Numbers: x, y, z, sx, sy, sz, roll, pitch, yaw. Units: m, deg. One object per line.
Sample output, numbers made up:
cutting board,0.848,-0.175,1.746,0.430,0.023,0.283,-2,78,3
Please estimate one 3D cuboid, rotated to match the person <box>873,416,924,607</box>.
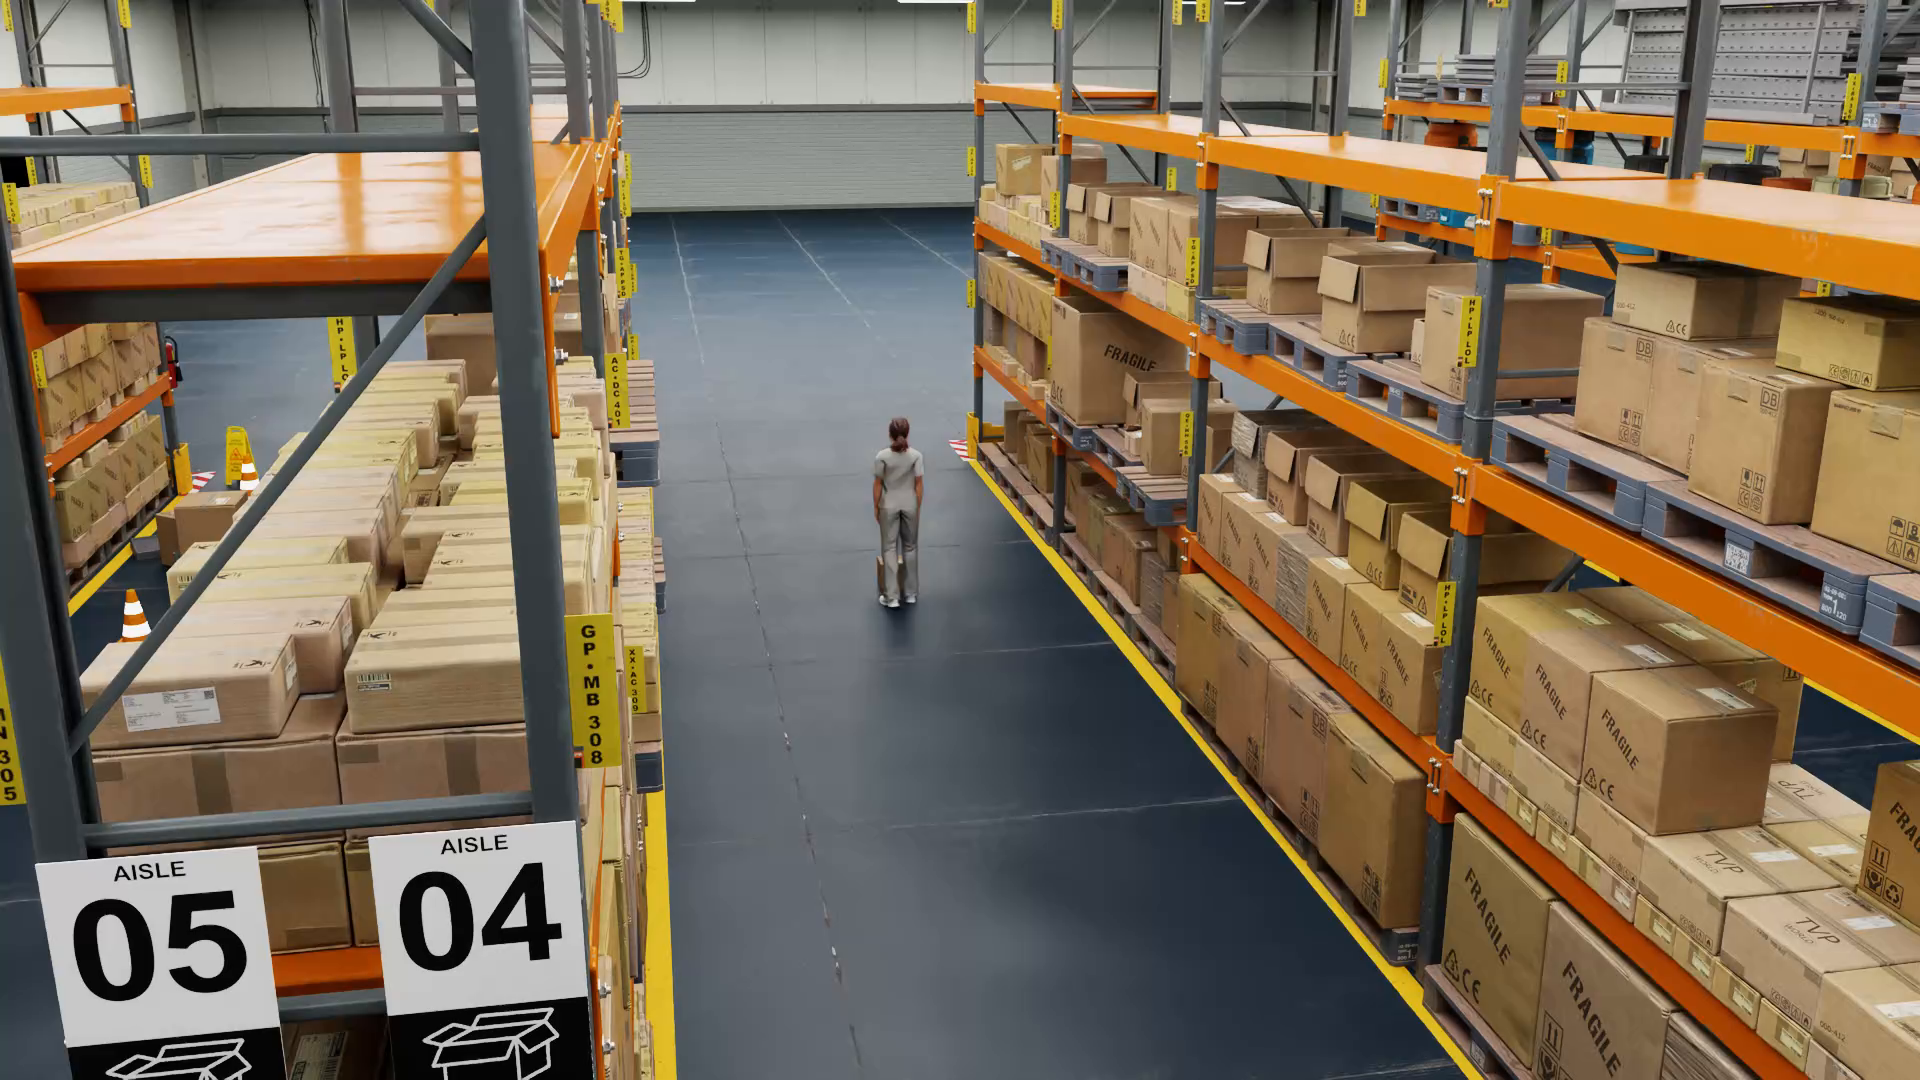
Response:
person,-0.536,-0.253,14.428,0.442,1.683,0.417,-3,17,-9
